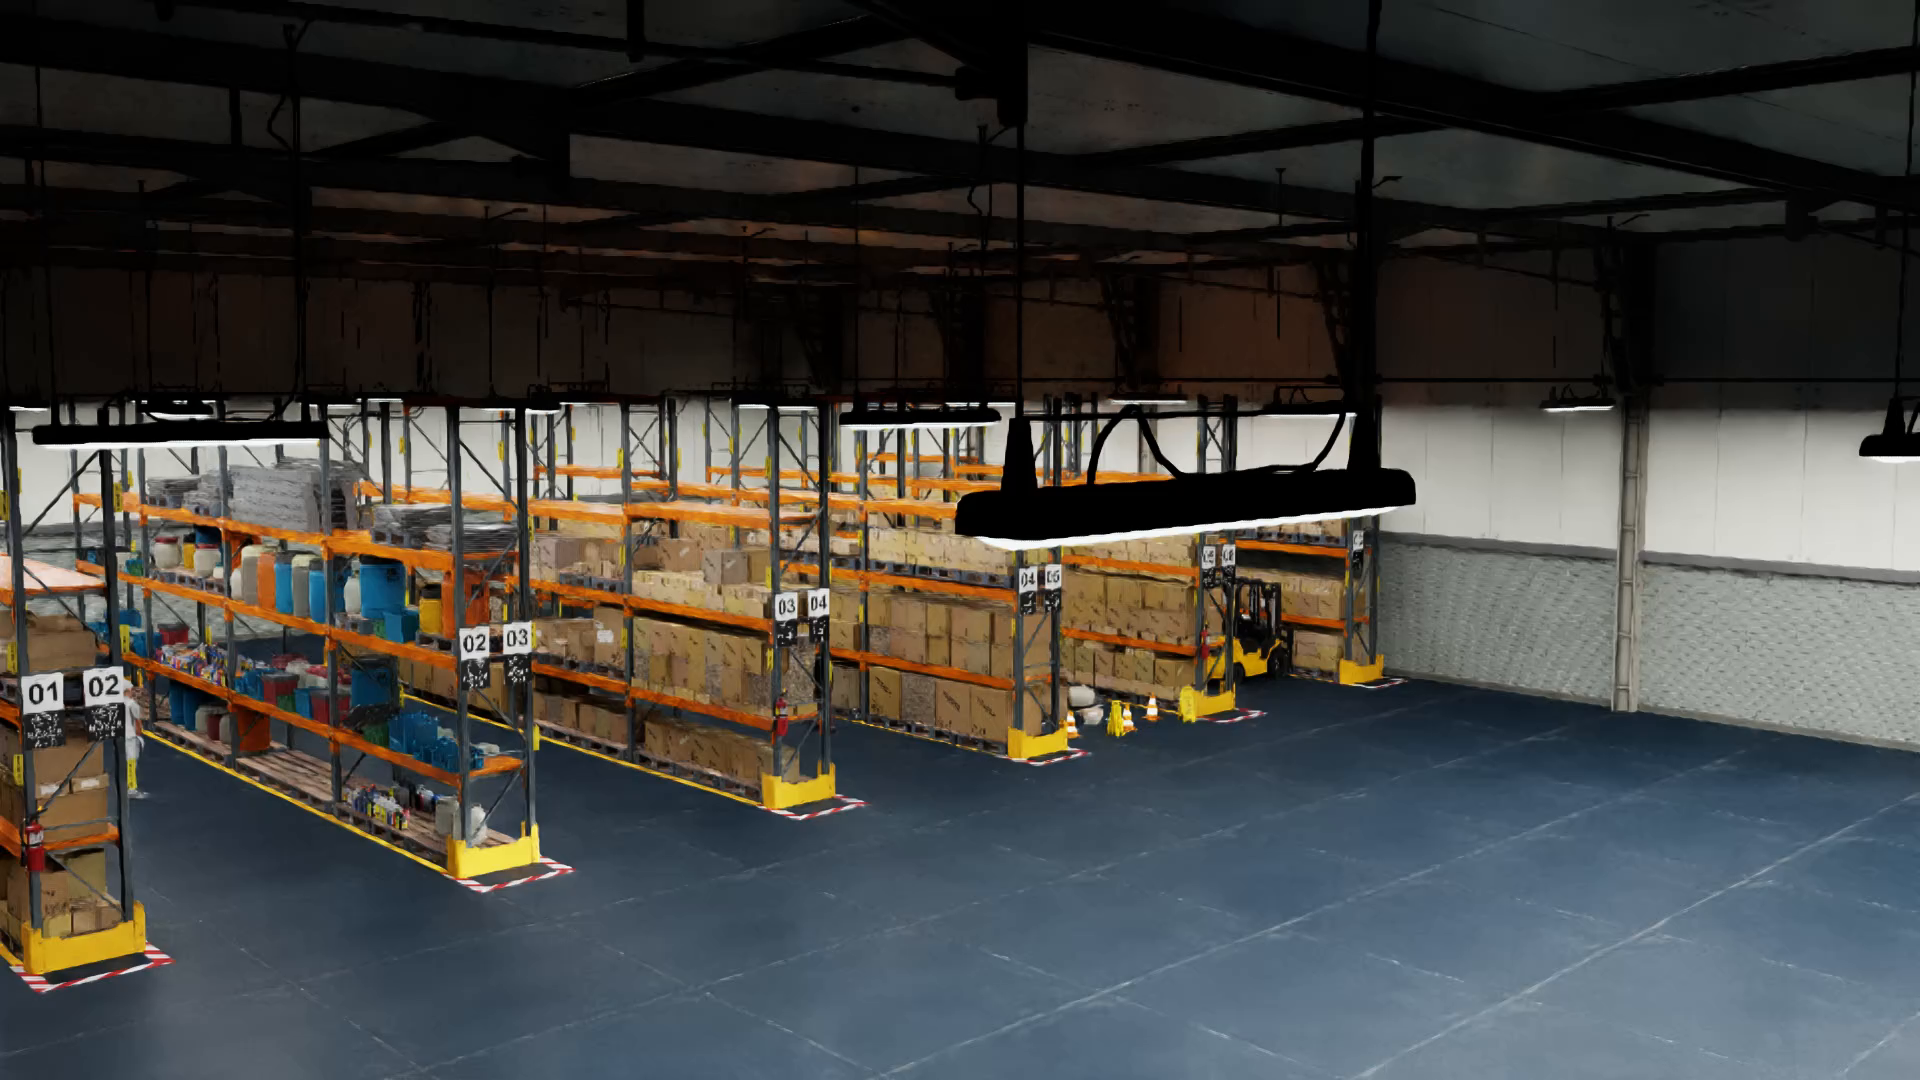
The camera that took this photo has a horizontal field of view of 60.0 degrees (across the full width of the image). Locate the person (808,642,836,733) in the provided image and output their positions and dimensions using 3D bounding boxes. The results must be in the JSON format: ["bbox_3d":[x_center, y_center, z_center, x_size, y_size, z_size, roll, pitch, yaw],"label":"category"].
[{"bbox_3d":[-2.482,2.587,29.791,0.494,1.717,0.578,-1,6,-12],"label":"person"}]

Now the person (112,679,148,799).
[{"bbox_3d":[-12.580,2.987,25.173,0.629,1.794,0.461,2,6,19],"label":"person"}]
